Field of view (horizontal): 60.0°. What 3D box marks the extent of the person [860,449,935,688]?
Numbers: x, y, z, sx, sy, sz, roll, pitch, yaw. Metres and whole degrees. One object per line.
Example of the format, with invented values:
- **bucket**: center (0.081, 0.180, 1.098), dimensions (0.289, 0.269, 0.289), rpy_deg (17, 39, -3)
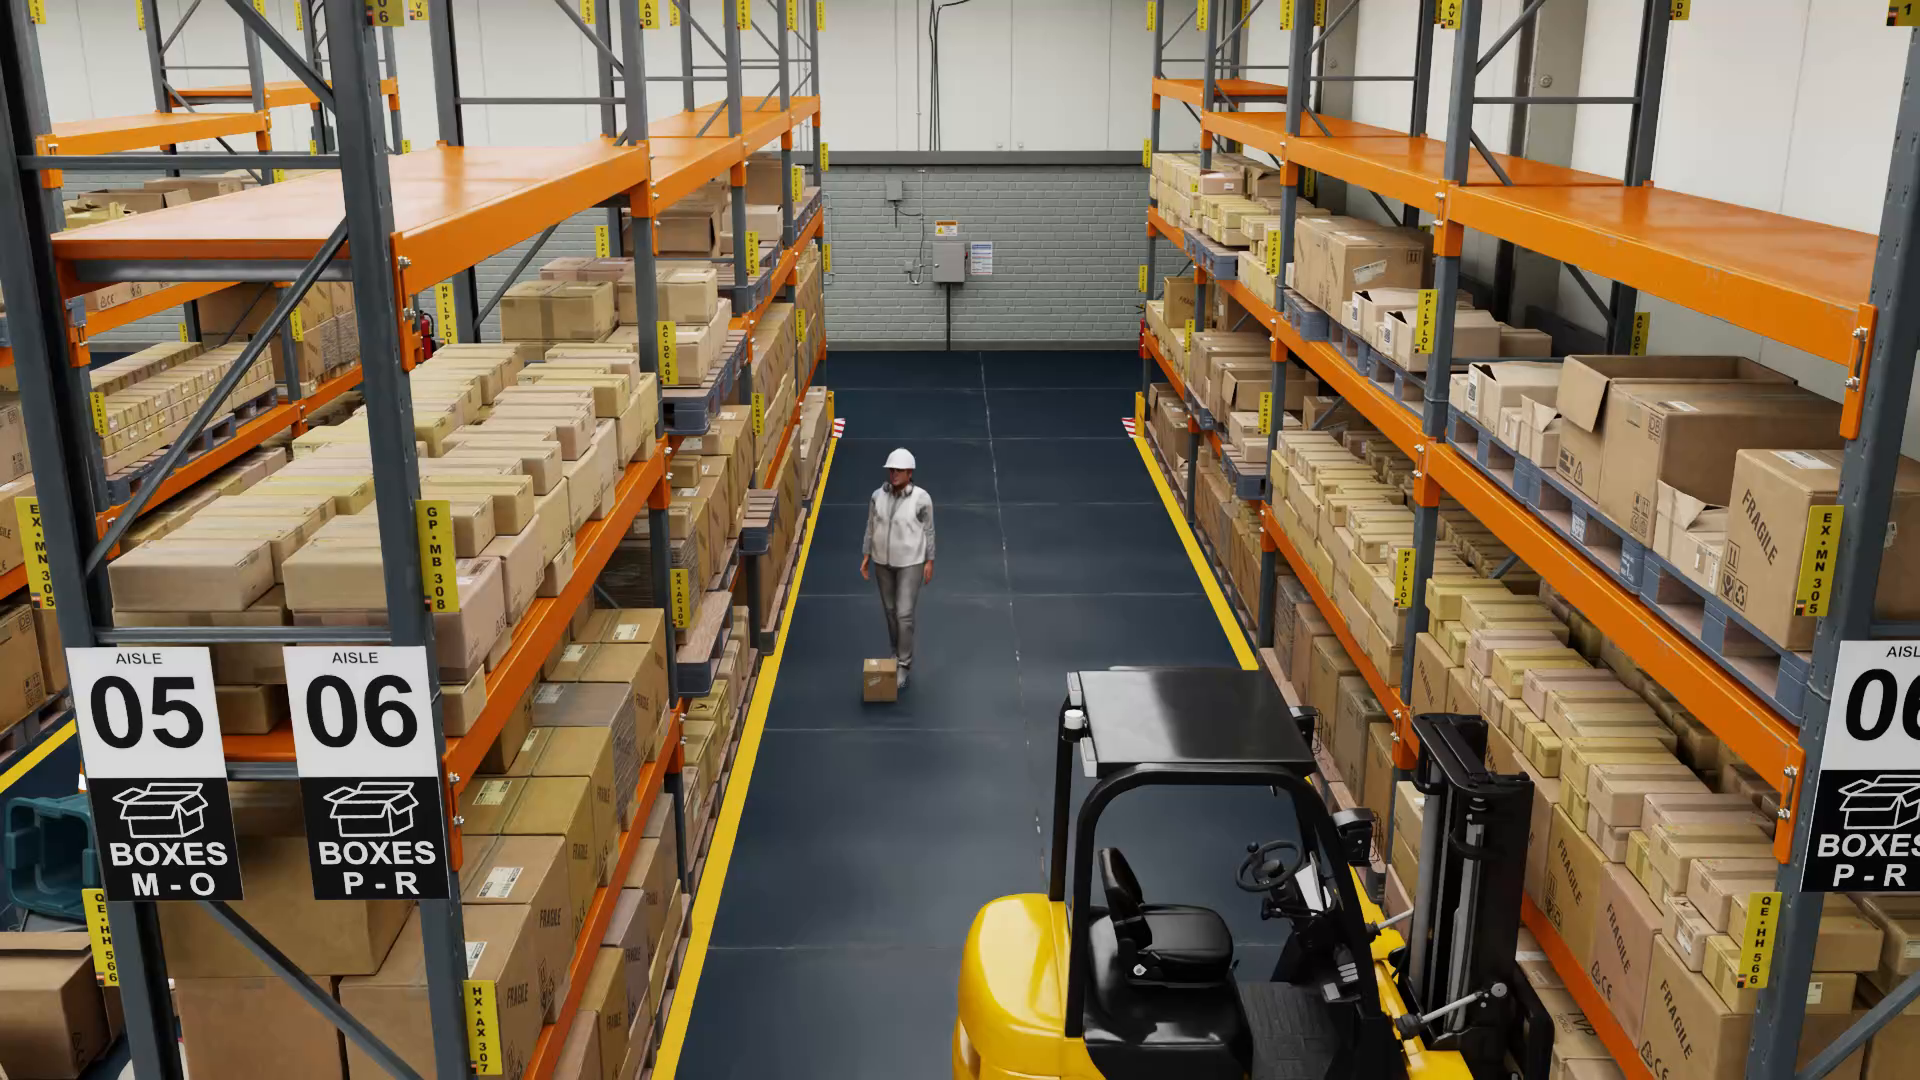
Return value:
- **person**: center (-0.541, 0.193, 12.846), dimensions (0.558, 1.765, 0.665), rpy_deg (8, 19, 24)
